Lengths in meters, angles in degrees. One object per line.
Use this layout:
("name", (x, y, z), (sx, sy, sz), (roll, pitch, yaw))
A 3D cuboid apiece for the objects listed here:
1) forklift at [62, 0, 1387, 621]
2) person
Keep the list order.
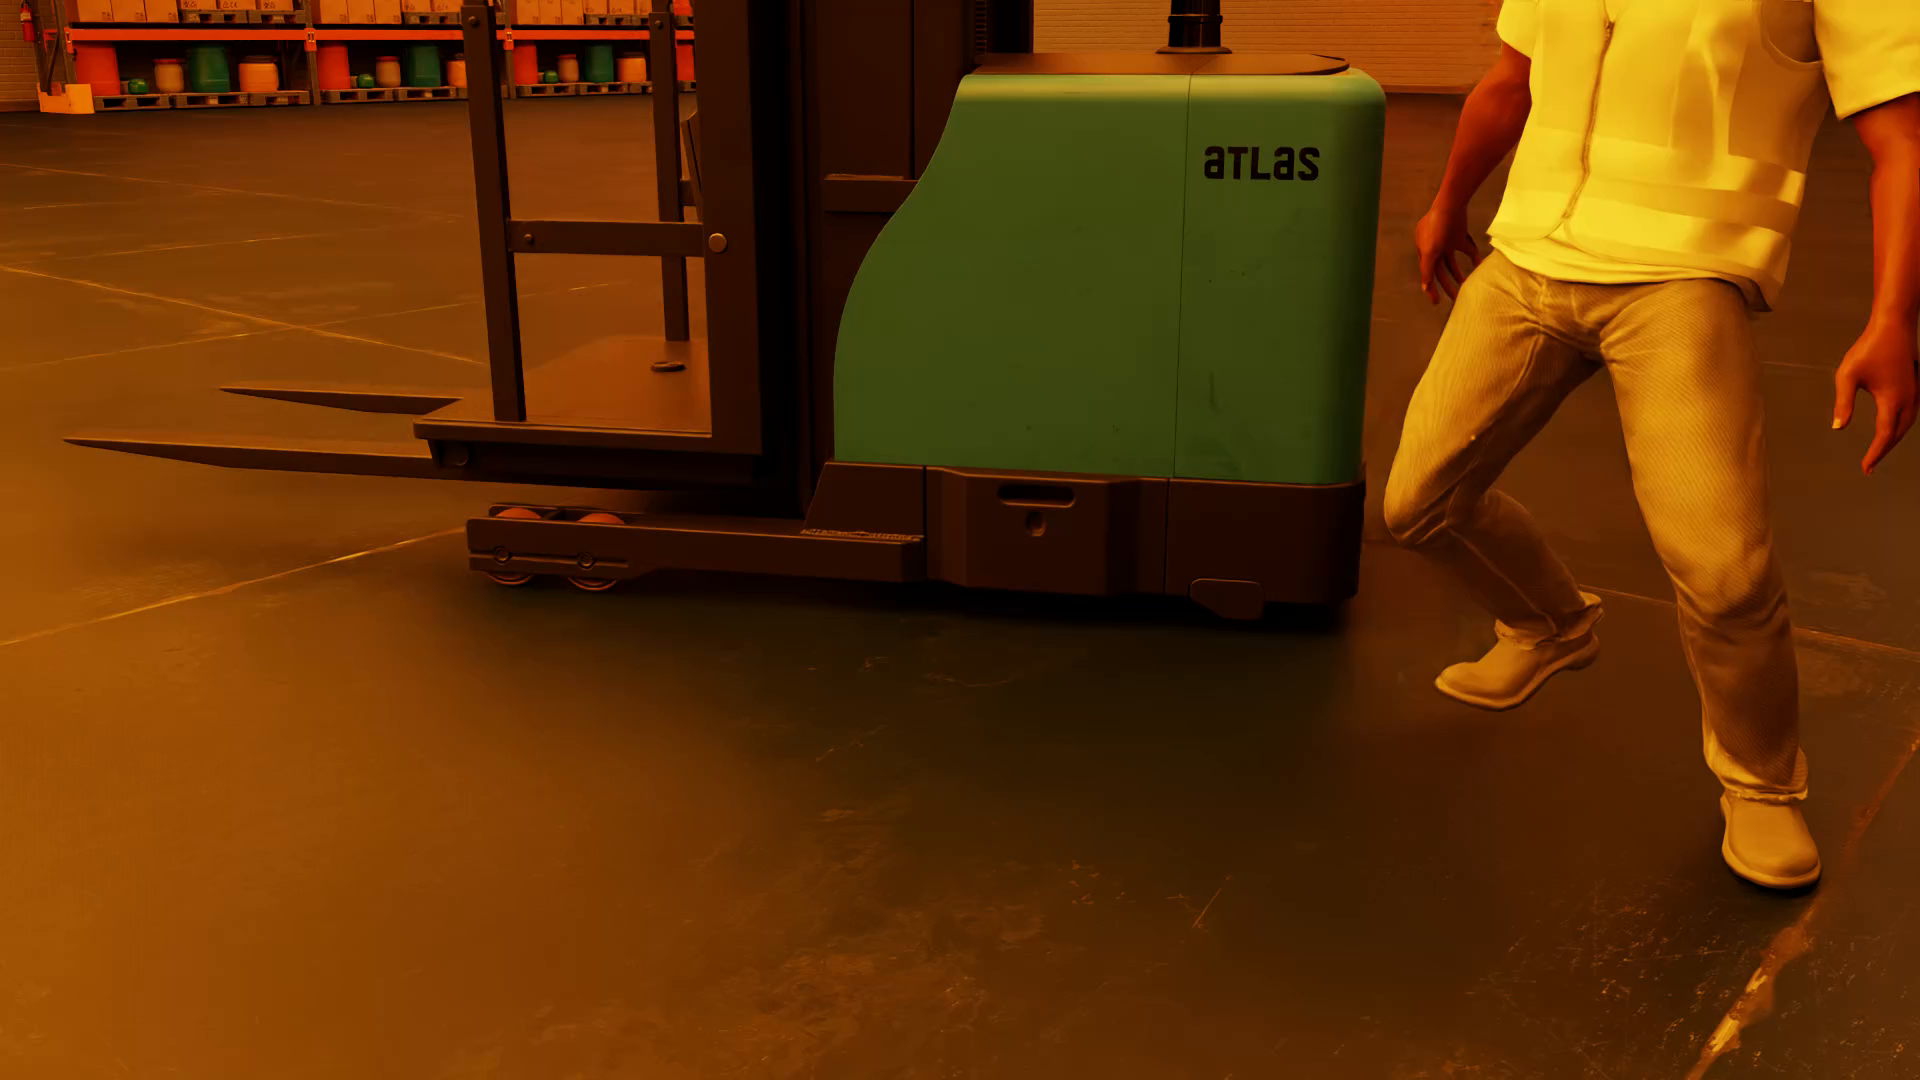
("forklift", (-0.598, -1.438, 3.633), (3.031, 2.935, 1.130), (3, 17, 11))
("person", (0.976, -0.416, 2.437), (0.493, 1.678, 0.945), (-10, 19, -29))
